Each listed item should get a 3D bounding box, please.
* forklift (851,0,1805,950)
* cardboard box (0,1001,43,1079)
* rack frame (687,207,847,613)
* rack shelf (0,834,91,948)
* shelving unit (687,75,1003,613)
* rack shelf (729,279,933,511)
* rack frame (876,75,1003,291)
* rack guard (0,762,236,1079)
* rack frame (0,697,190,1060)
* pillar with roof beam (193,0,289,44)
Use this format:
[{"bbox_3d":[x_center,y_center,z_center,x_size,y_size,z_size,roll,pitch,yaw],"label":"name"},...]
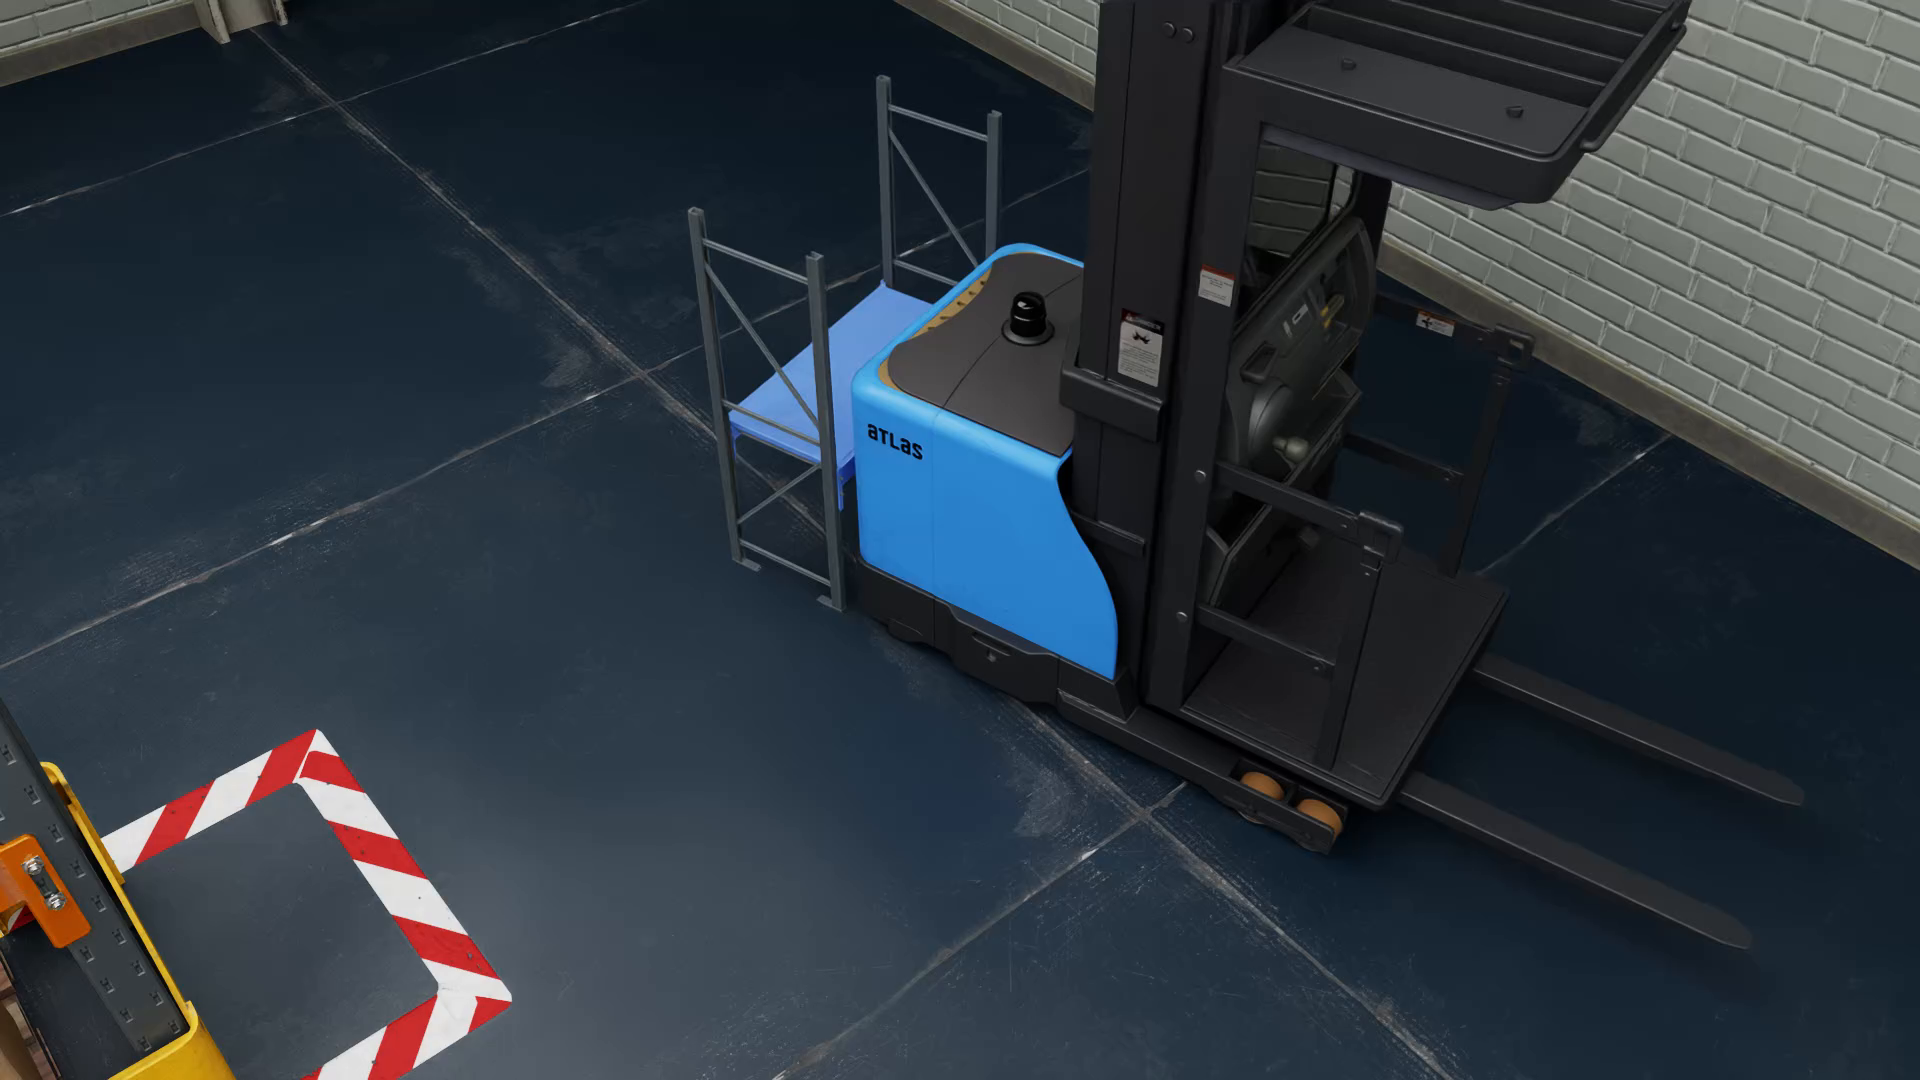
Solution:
[{"bbox_3d":[1.148,-0.513,4.655,3.031,2.935,1.130,24,48,24],"label":"forklift"},{"bbox_3d":[-2.611,1.366,4.109,0.500,0.500,0.500,-30,51,-28],"label":"cardboard box"},{"bbox_3d":[-0.626,-0.386,5.566,0.500,1.500,0.032,24,48,23],"label":"rack frame"},{"bbox_3d":[-3.886,1.388,3.107,4.000,0.370,1.077,-30,51,-28],"label":"rack shelf"},{"bbox_3d":[-0.350,-0.678,5.877,0.538,1.500,1.048,24,48,23],"label":"shelving unit"},{"bbox_3d":[-0.350,-0.547,6.000,0.538,0.185,1.000,24,48,23],"label":"rack shelf"},{"bbox_3d":[-0.074,-0.970,6.188,0.500,1.500,0.032,24,48,23],"label":"rack frame"},{"bbox_3d":[-2.411,1.191,4.616,0.348,0.500,1.175,-30,51,-28],"label":"rack guard"},{"bbox_3d":[-2.352,0.247,3.796,0.127,3.000,1.000,-30,51,-28],"label":"rack frame"},{"bbox_3d":[-1.255,-3.919,3.850,0.400,9.000,9.100,-30,51,-28],"label":"pillar with roof beam"}]
